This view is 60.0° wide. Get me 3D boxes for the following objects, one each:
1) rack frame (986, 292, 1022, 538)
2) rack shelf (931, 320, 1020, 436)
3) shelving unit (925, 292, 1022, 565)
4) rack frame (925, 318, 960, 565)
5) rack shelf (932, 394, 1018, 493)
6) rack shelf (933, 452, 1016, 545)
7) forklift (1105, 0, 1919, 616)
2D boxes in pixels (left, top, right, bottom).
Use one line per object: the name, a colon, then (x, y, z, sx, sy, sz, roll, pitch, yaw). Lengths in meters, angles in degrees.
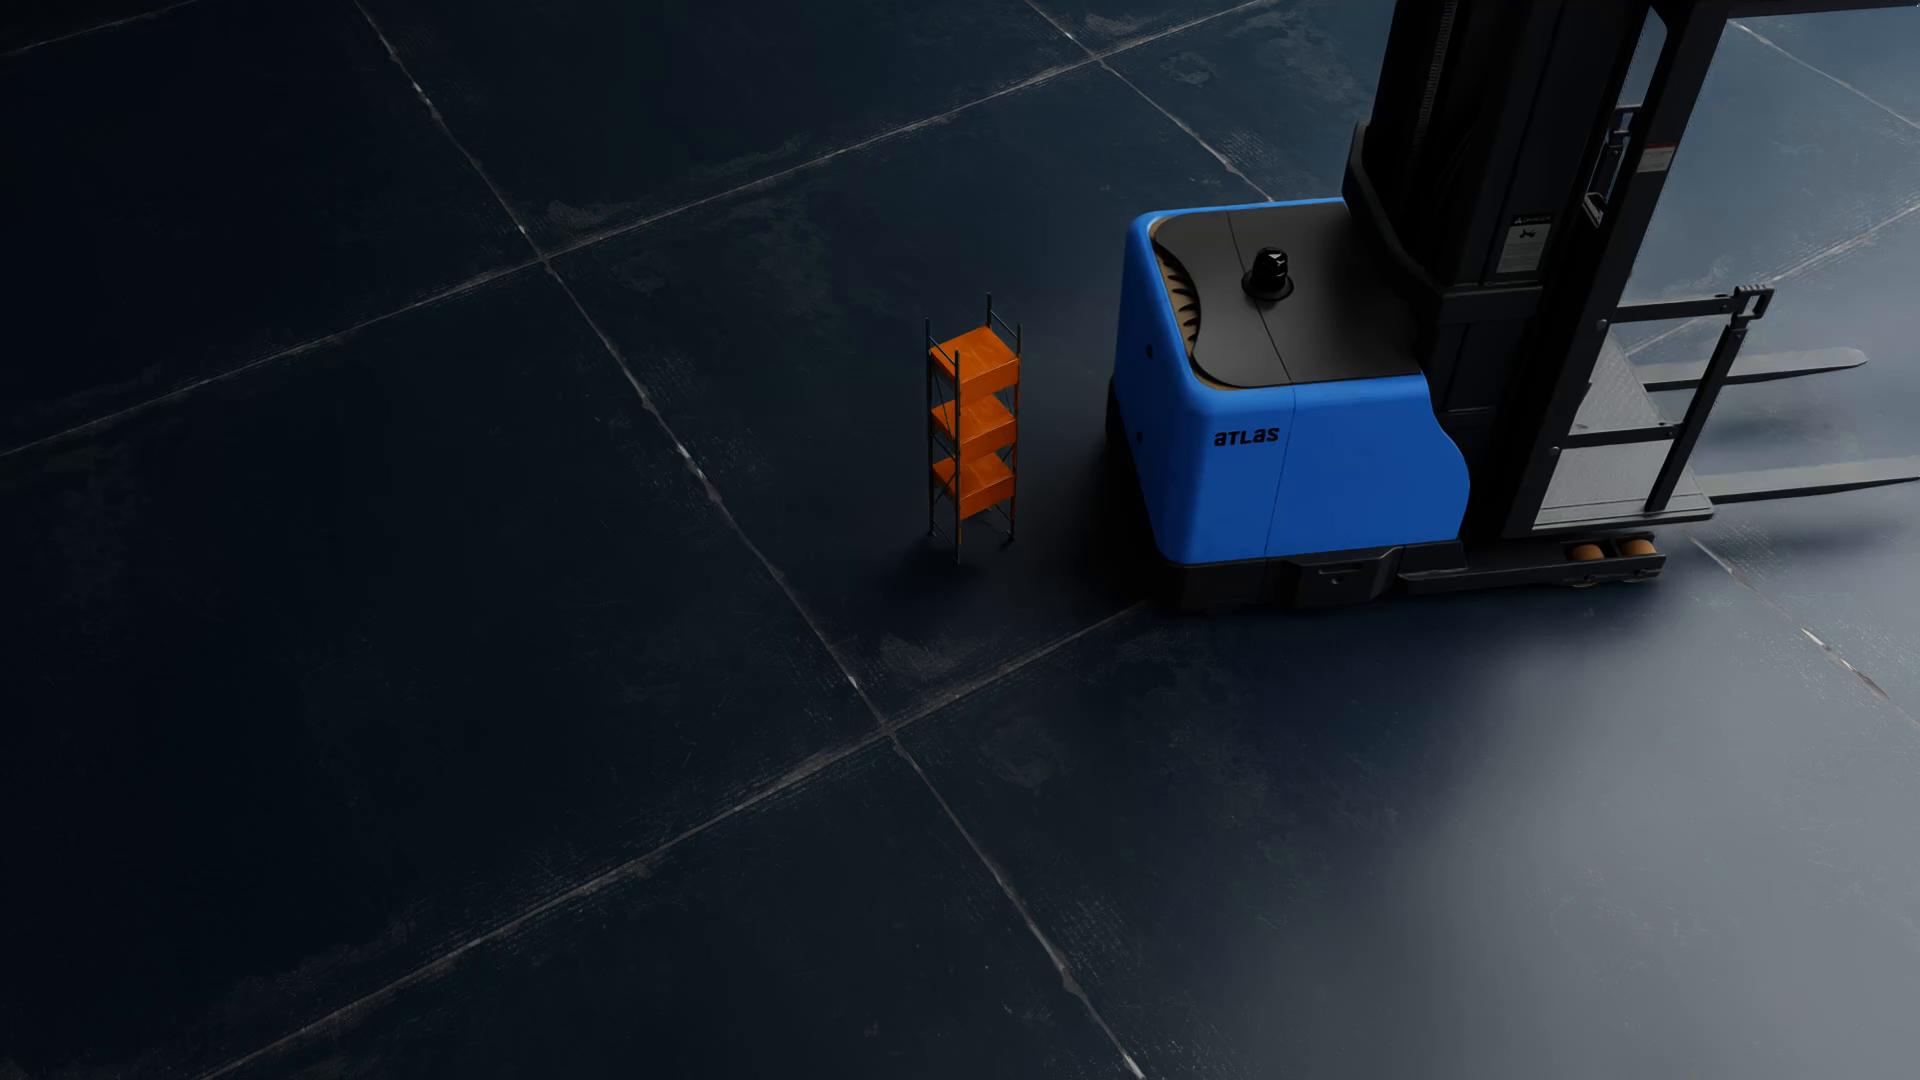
rack frame: (0.148, -0.419, 5.920, 0.008, 1.050, 0.200, -25, 53, -21)
rack shelf: (0.045, -0.552, 5.673, 0.240, 0.259, 0.215, -25, 53, -21)
shelving unit: (0.045, -0.370, 5.877, 0.252, 1.050, 0.215, -25, 53, -21)
rack frame: (-0.058, -0.322, 5.834, 0.008, 1.050, 0.200, -25, 53, -21)
rack shelf: (0.045, -0.363, 5.885, 0.240, 0.259, 0.215, -25, 53, -21)
rack shelf: (0.045, -0.179, 6.092, 0.240, 0.259, 0.215, -25, 53, -21)
forklift: (2.128, -1.191, 5.348, 3.031, 2.935, 1.130, -5, 49, -5)
